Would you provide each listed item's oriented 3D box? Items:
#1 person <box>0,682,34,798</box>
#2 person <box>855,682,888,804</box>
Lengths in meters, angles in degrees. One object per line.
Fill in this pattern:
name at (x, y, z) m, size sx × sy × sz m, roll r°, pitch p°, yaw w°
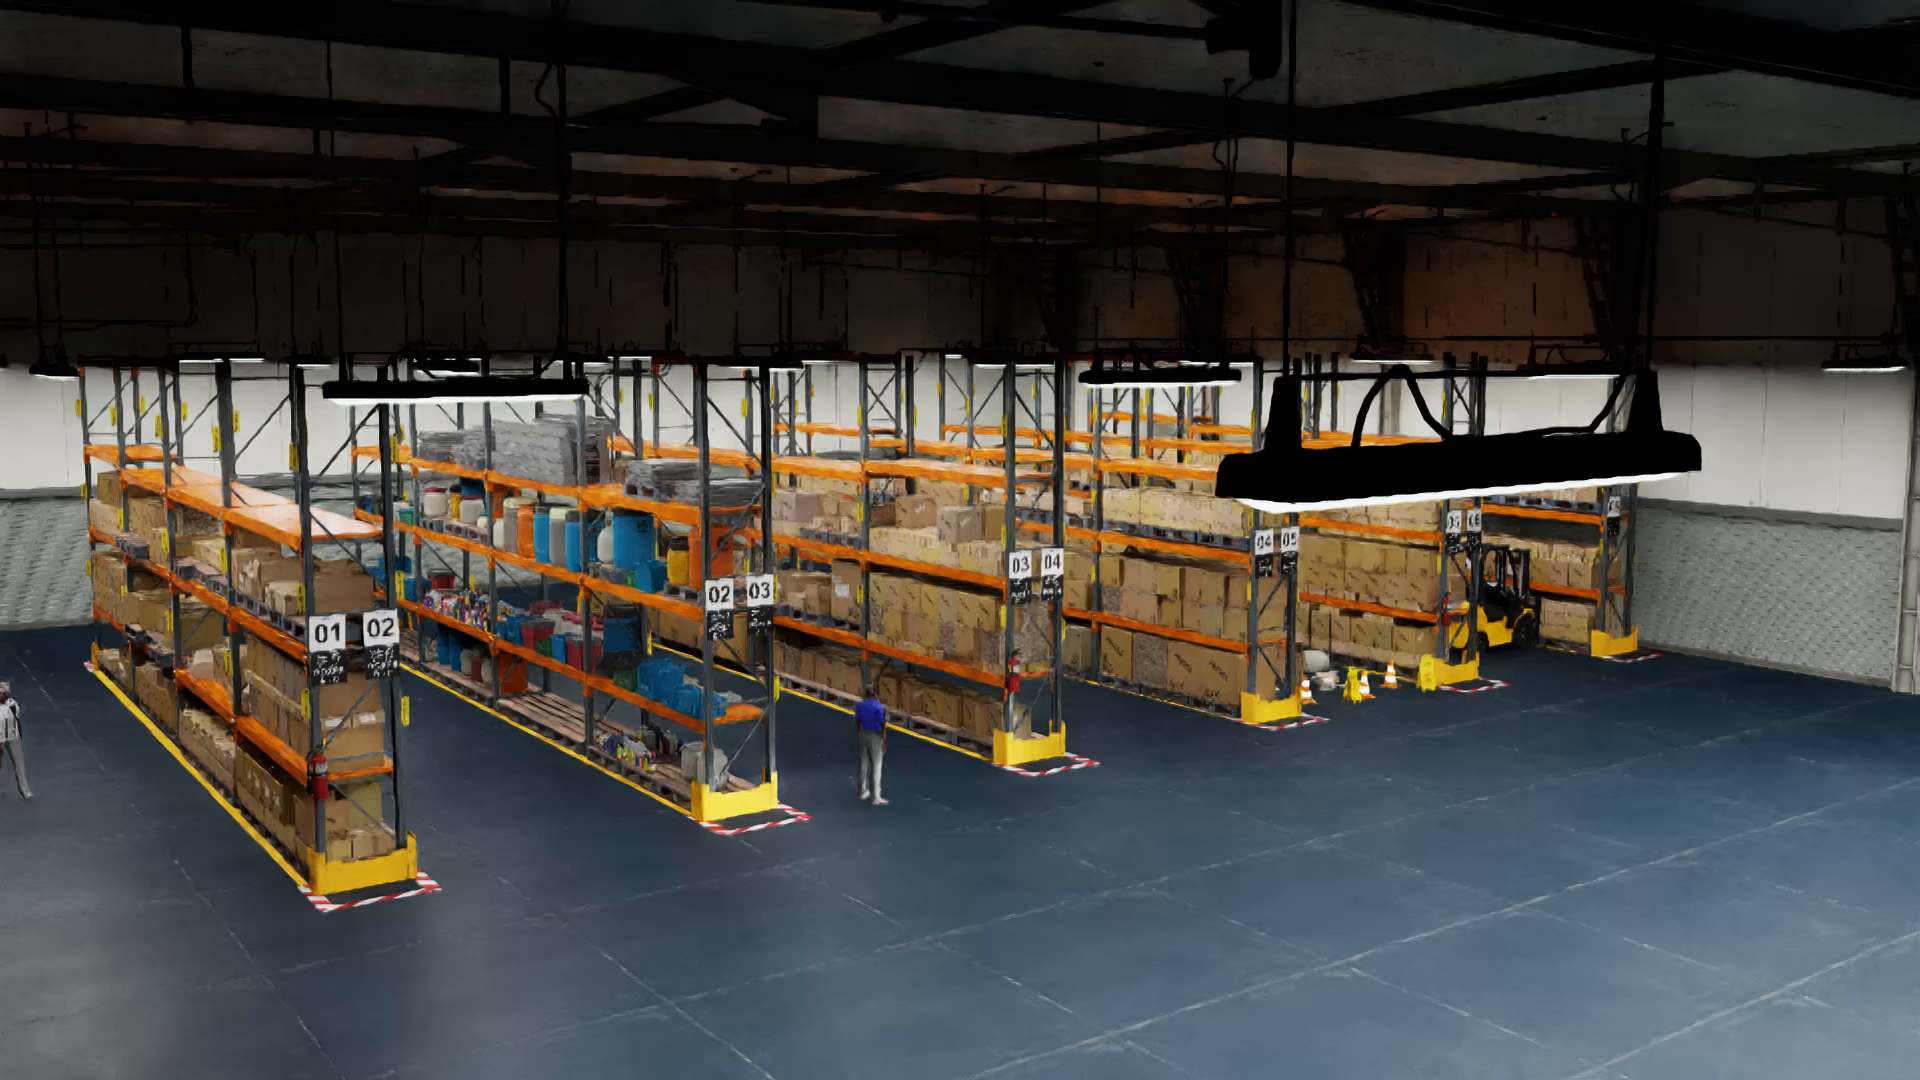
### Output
person at (-13.165, 2.739, 22.909) m, size 0.448 × 1.622 × 0.996 m, roll -7°, pitch 9°, yaw -43°
person at (-1.207, 2.751, 22.708) m, size 0.498 × 1.662 × 0.426 m, roll 3°, pitch 8°, yaw 27°
